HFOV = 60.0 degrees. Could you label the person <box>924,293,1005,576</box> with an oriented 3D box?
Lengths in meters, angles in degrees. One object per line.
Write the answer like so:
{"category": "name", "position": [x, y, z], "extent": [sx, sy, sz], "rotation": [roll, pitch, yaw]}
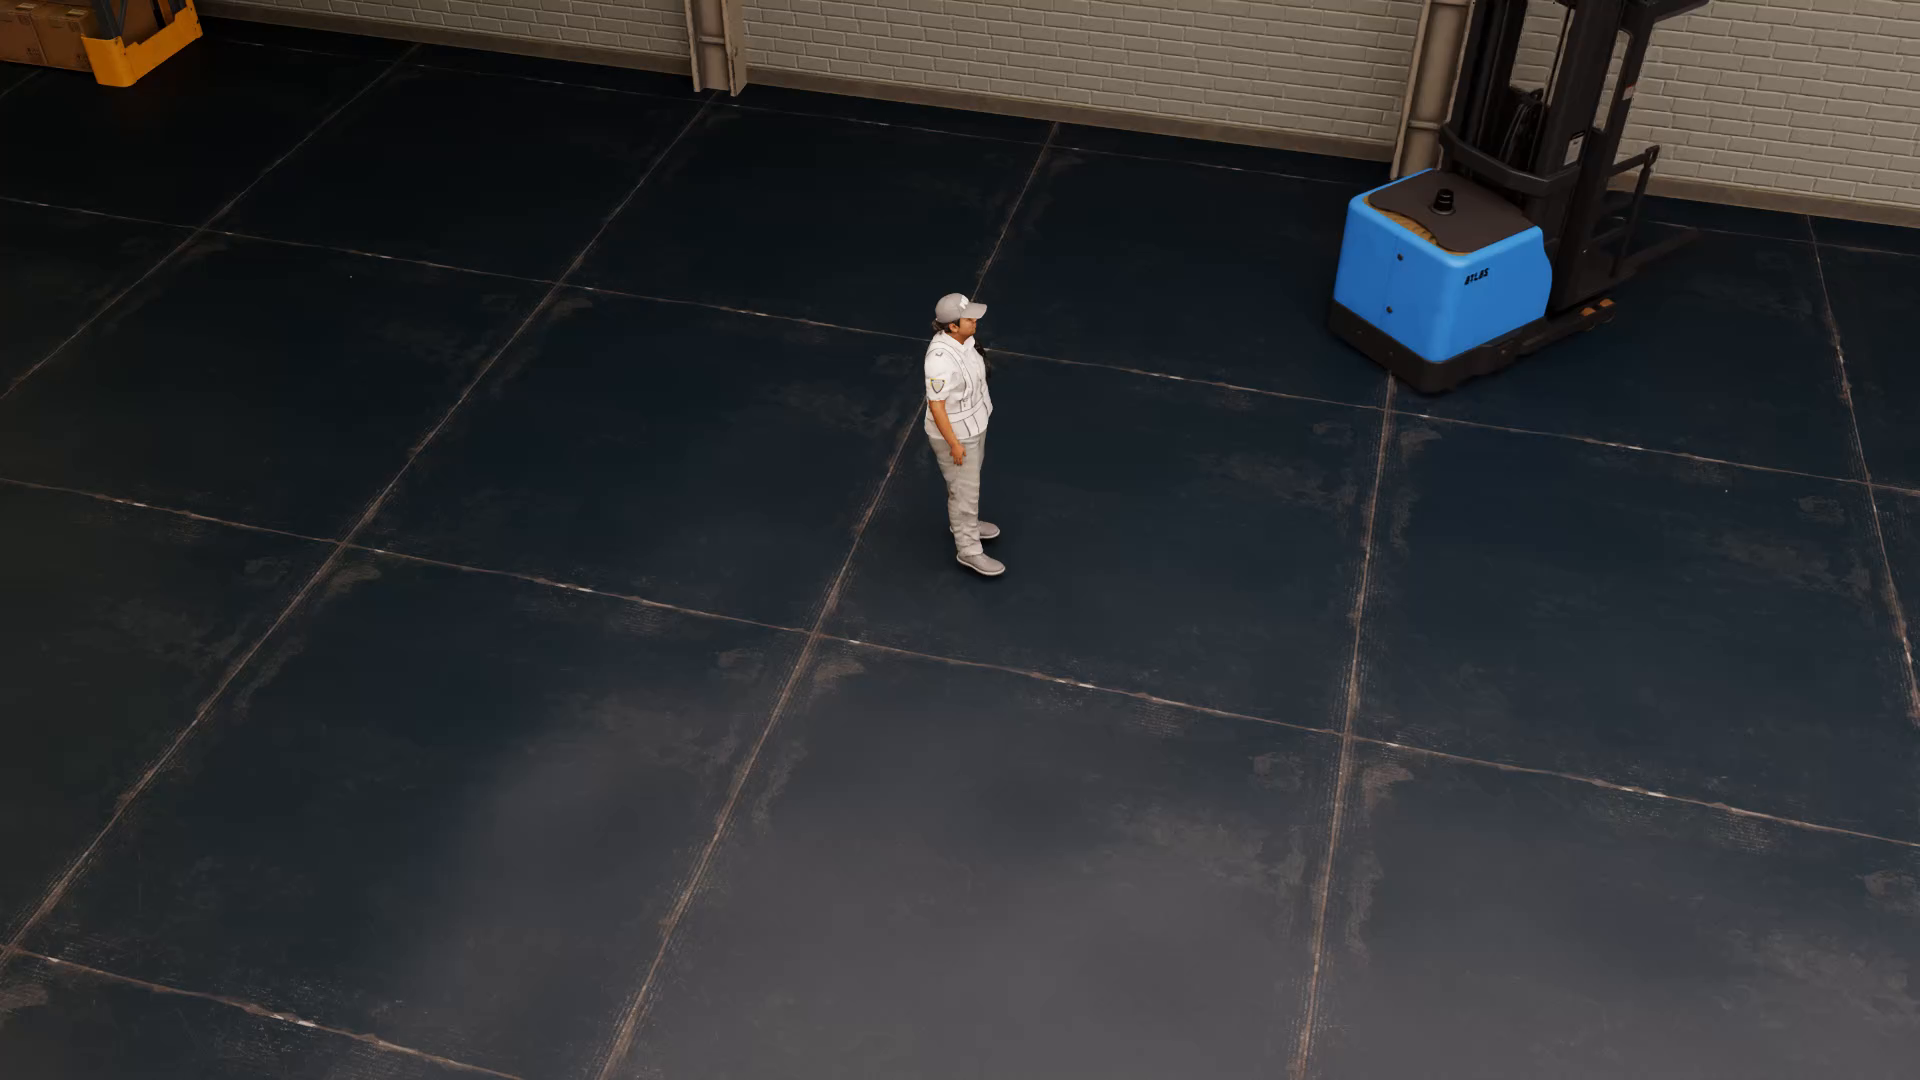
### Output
{"category": "person", "position": [0.068, -0.634, 9.473], "extent": [0.529, 1.670, 0.598], "rotation": [10, 42, 11]}

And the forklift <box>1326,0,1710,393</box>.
{"category": "forklift", "position": [4.082, -2.845, 11.107], "extent": [3.031, 2.935, 1.130], "rotation": [-24, 47, -25]}
